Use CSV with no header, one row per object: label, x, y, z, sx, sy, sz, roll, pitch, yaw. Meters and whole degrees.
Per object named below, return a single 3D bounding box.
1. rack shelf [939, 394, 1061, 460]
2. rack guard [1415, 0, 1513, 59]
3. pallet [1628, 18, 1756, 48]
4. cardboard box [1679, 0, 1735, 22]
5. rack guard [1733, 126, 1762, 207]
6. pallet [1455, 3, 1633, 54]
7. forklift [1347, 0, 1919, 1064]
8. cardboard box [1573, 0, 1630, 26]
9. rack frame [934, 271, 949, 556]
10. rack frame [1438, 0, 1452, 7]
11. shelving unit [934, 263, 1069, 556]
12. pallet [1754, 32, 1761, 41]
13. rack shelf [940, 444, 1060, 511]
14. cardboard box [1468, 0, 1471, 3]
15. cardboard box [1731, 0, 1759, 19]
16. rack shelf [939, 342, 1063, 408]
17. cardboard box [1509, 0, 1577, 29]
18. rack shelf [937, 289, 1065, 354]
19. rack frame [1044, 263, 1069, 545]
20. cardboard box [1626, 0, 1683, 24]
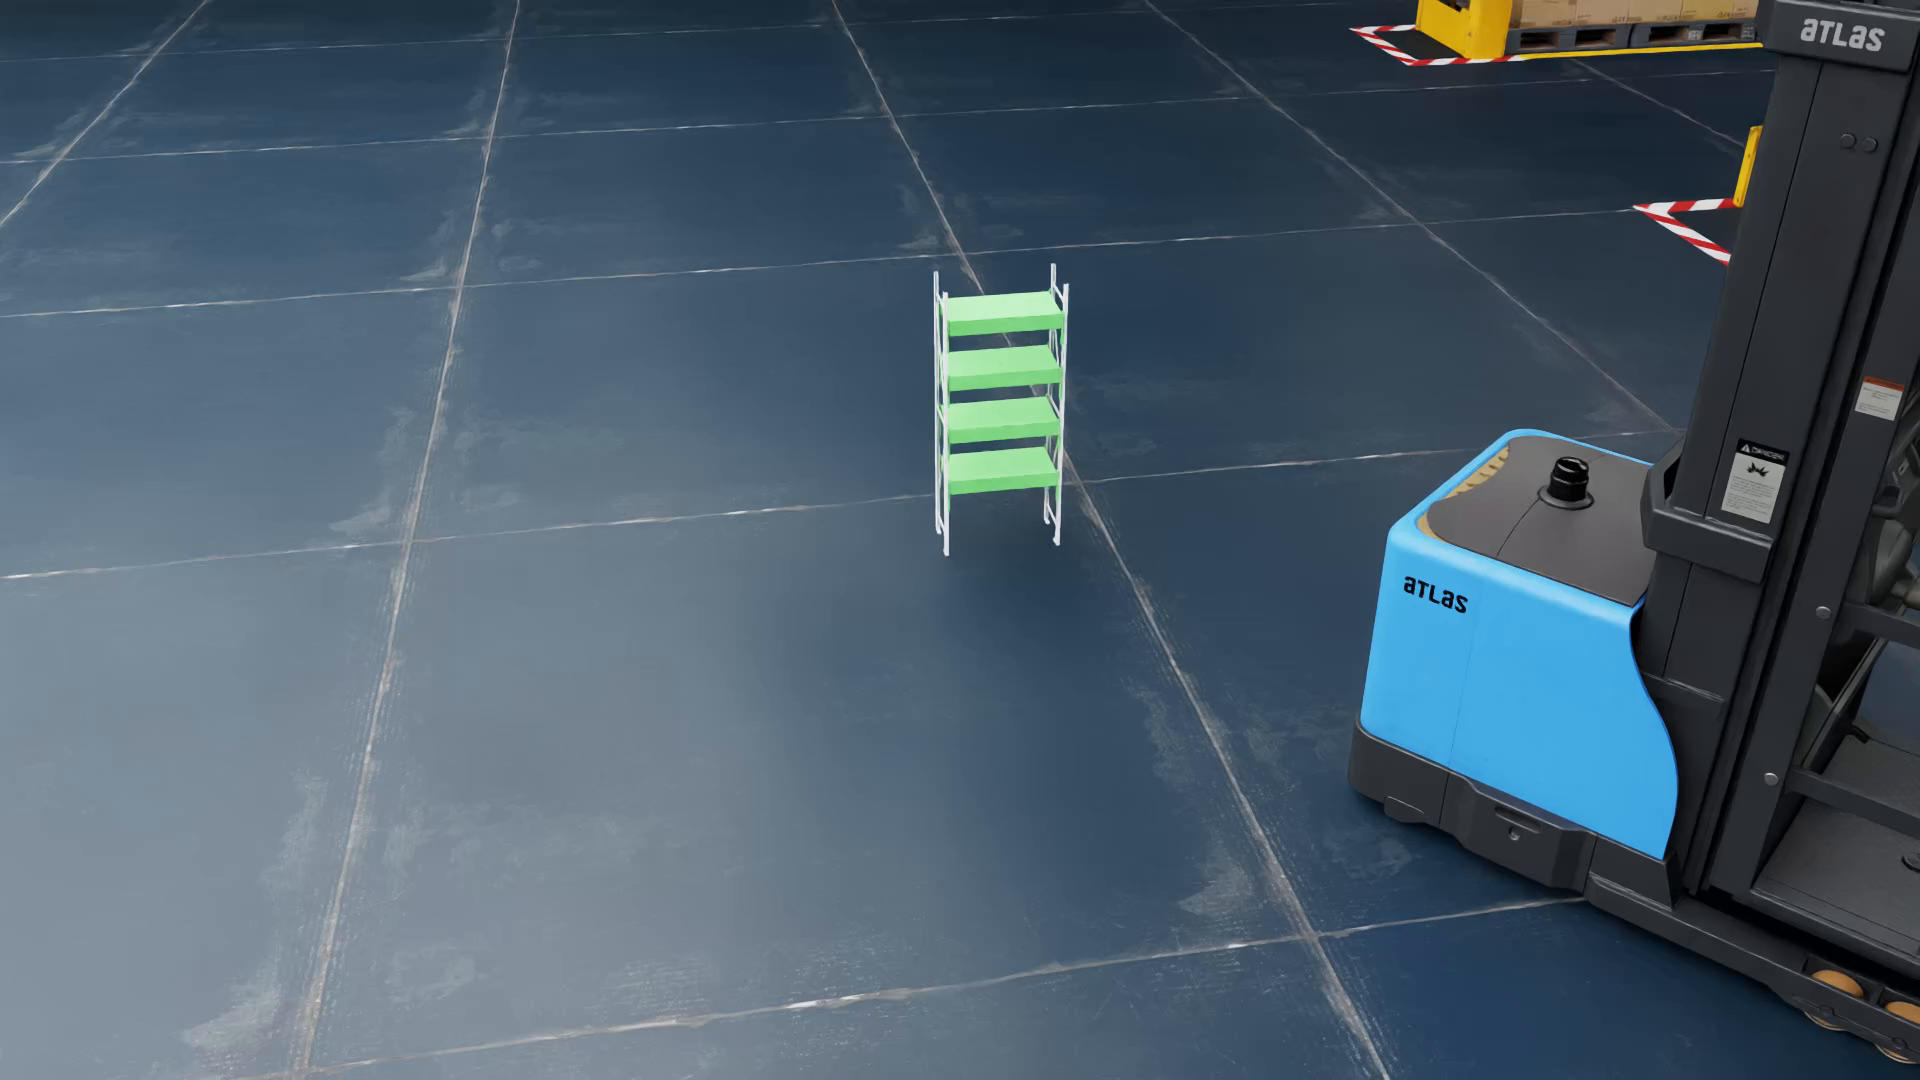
rack shelf,0.163,-0.477,7.004,0.480,0.148,0.258,-5,31,-9
rack guard,4.424,-4.639,14.646,0.348,0.500,1.175,-5,31,-9
pallet,6.390,-4.717,15.063,1.213,0.211,1.003,-5,31,-9
cardboard box,6.491,-4.788,14.732,0.500,0.250,0.500,-5,31,-9
rack guard,5.403,-2.201,10.500,0.348,0.500,1.175,-5,31,-9
pallet,5.193,-4.607,14.877,1.213,0.211,1.003,-5,31,-9
forklift,2.786,-0.084,4.500,3.031,2.935,1.130,23,37,34
cardboard box,5.507,-4.700,14.582,0.500,0.250,0.500,-5,31,-9
rack frame,-0.077,-0.510,6.934,0.015,1.200,0.240,-5,31,-9
rack frame,4.448,-5.718,14.016,0.127,3.000,1.000,-5,31,-9
shelving unit,0.163,-0.532,6.972,0.503,1.200,0.258,-5,31,-9
pallet,7.593,-4.830,15.256,1.213,0.211,1.003,-5,31,-9
rack shelf,0.163,-0.270,7.126,0.480,0.148,0.258,-5,31,-9
cardboard box,4.922,-4.910,14.940,0.500,0.250,0.500,-5,31,-9
cardboard box,6.983,-4.834,14.811,0.500,0.250,0.500,-5,31,-9
rack shelf,0.163,-0.684,6.882,0.480,0.148,0.258,-5,31,-9
cardboard box,5.016,-4.652,14.501,0.500,0.250,0.500,-5,31,-9
rack shelf,0.163,-0.891,6.761,0.480,0.148,0.258,-5,31,-9
rack frame,0.403,-0.555,7.009,0.015,1.200,0.240,-5,31,-9
cardboard box,5.999,-4.745,14.659,0.500,0.250,0.500,-5,31,-9
